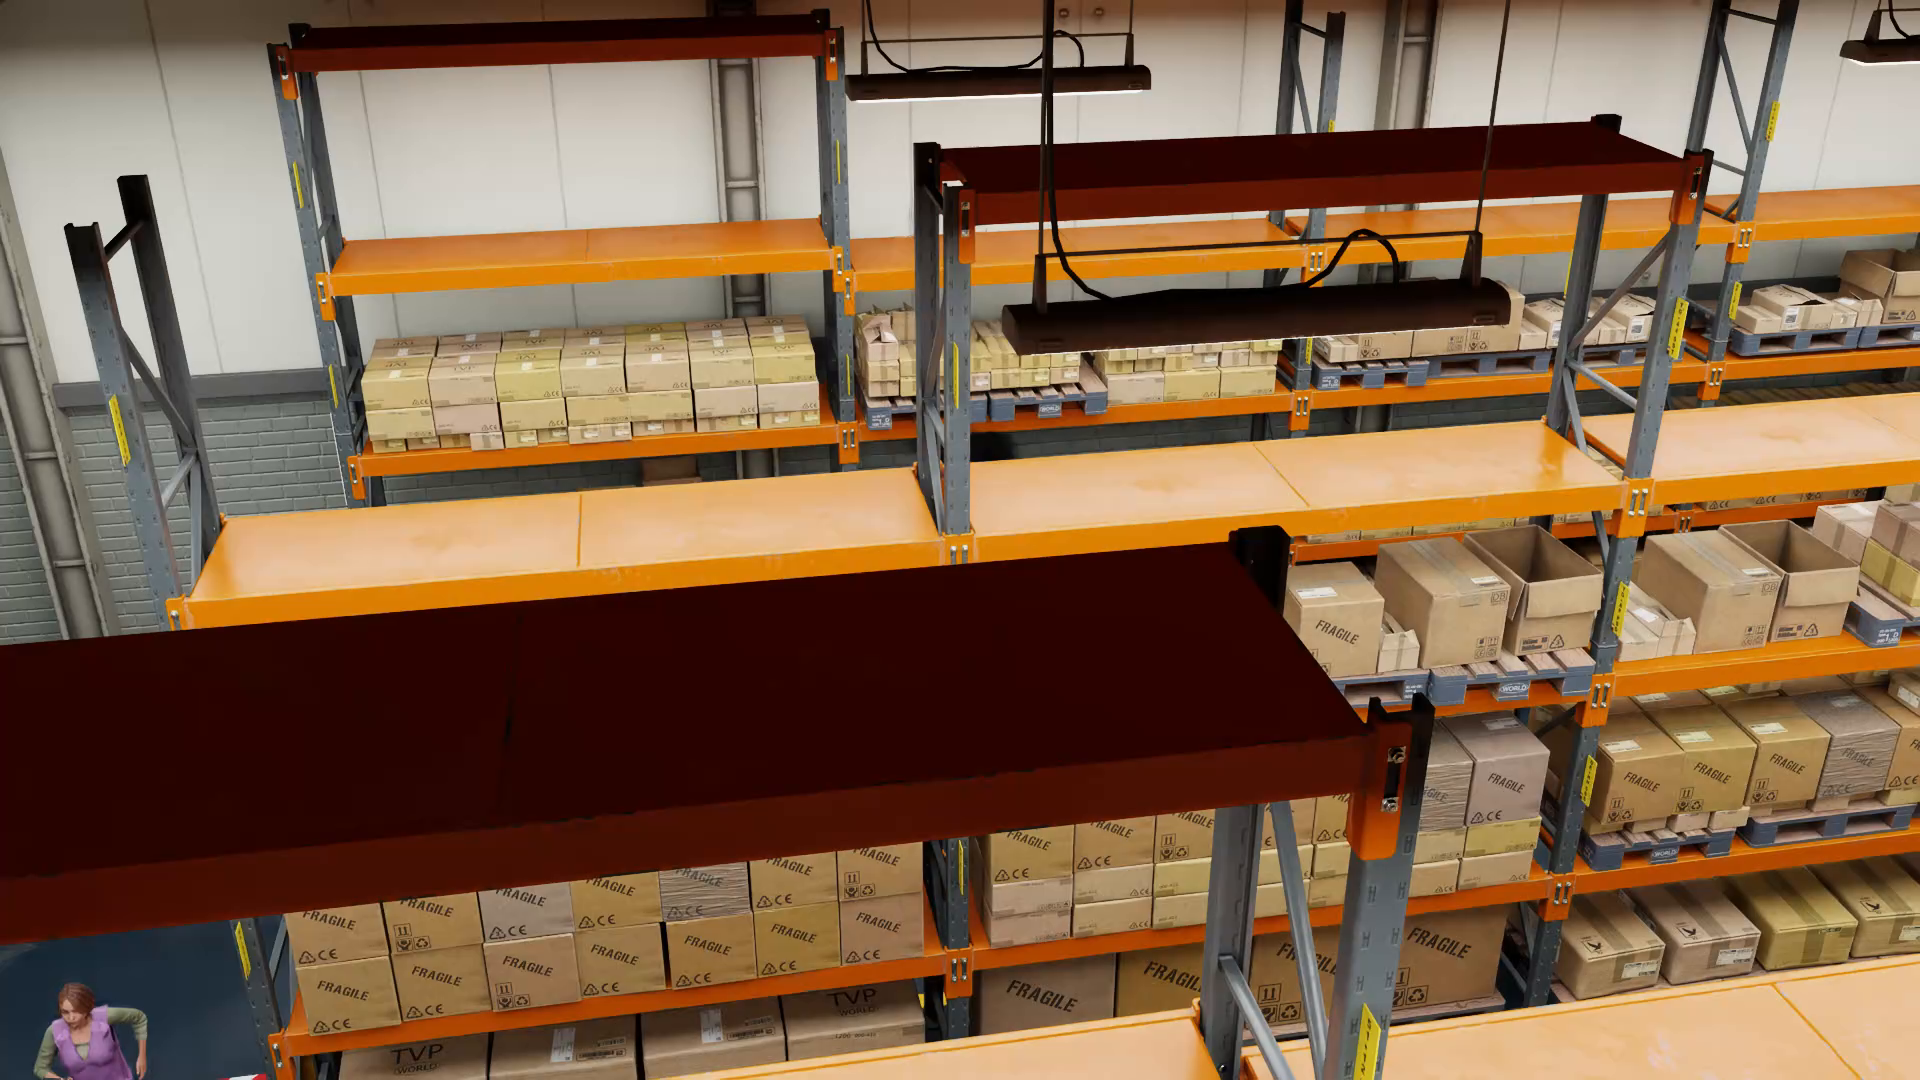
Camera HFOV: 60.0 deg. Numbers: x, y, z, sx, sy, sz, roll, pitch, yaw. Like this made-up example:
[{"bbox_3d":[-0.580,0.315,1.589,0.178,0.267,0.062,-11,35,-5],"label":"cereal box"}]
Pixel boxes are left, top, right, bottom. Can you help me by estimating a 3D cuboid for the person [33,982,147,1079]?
[{"bbox_3d":[-5.022,3.228,9.737,0.575,1.606,0.830,-7,27,-14],"label":"person"}]
